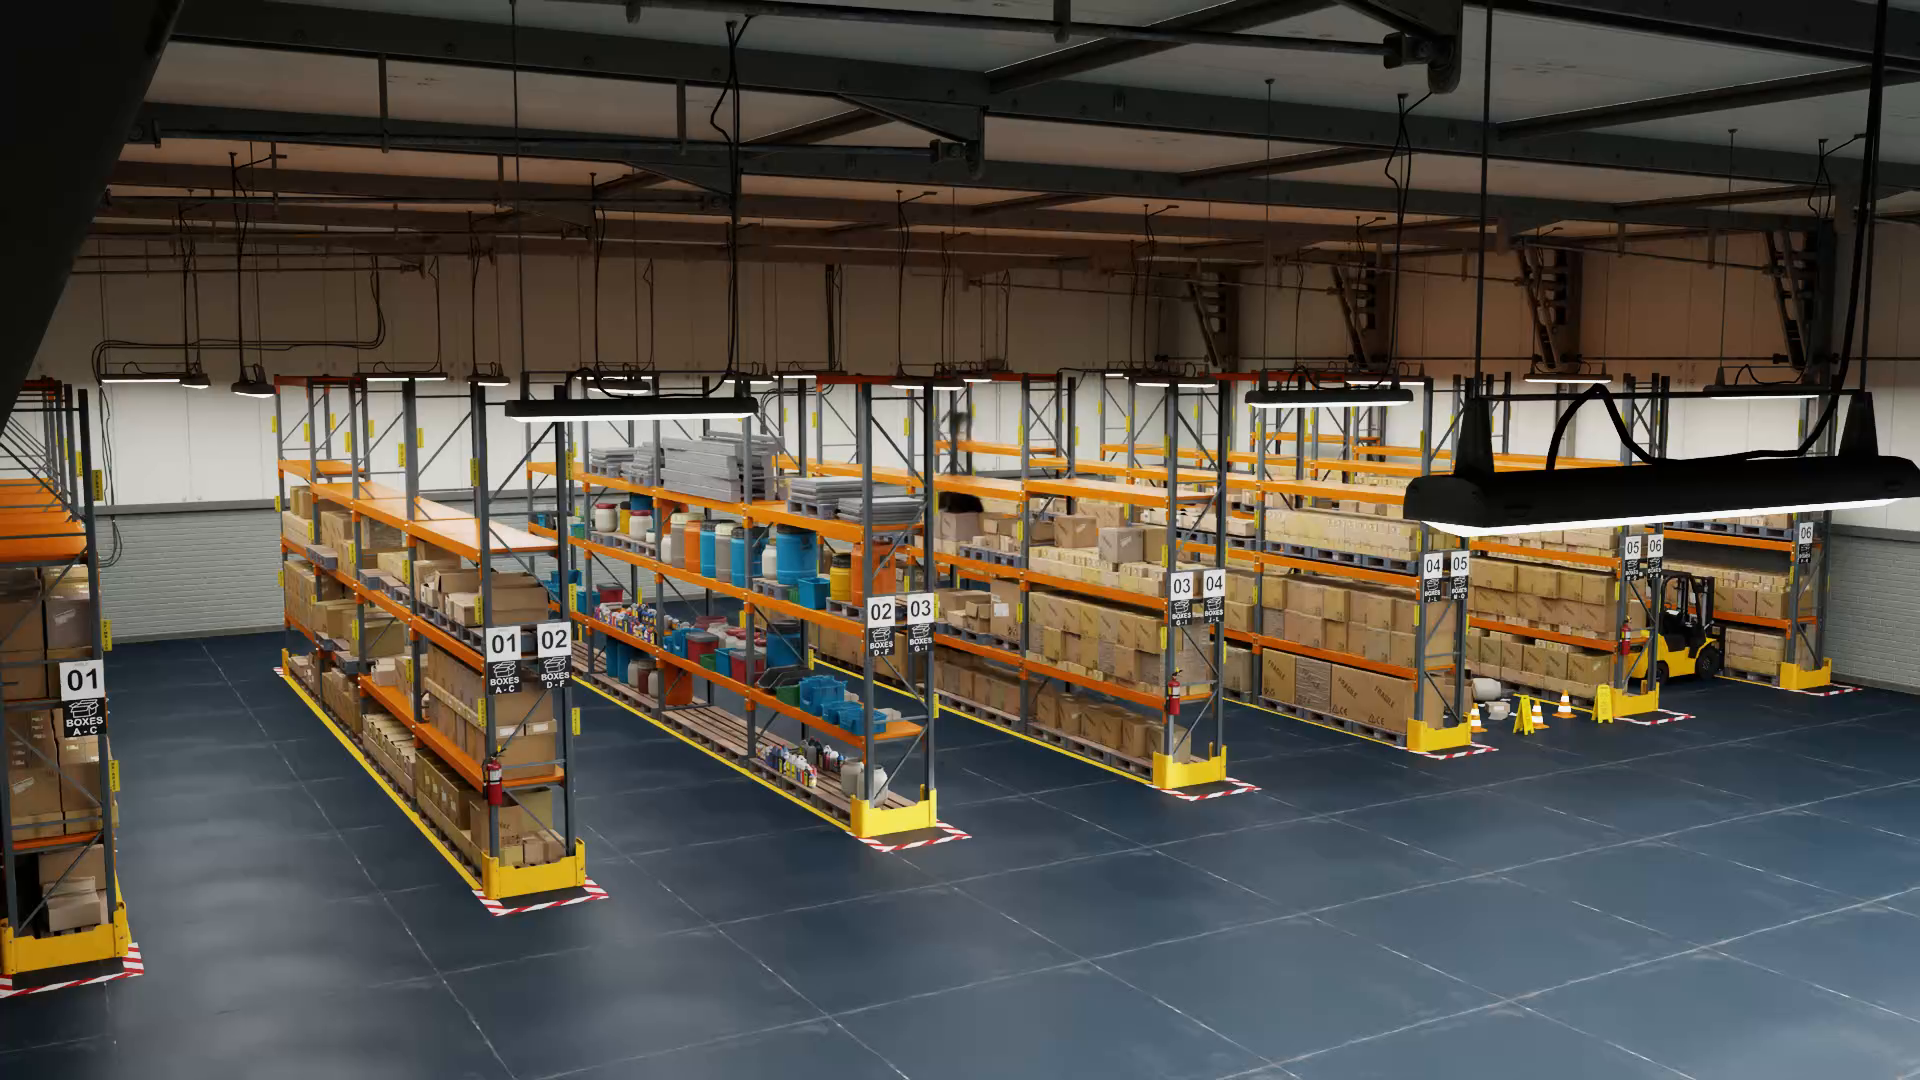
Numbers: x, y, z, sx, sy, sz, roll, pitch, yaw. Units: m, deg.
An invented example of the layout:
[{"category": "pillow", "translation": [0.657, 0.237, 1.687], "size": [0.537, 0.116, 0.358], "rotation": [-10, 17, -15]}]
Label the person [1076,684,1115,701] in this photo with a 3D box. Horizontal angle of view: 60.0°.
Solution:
[{"category": "person", "translation": [2.527, 2.104, 30.849], "size": [0.873, 1.681, 0.629], "rotation": [6, 8, 42]}]

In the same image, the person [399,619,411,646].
[{"category": "person", "translation": [-11.431, 1.778, 34.233], "size": [0.507, 1.667, 0.652], "rotation": [4, 7, 30]}]
